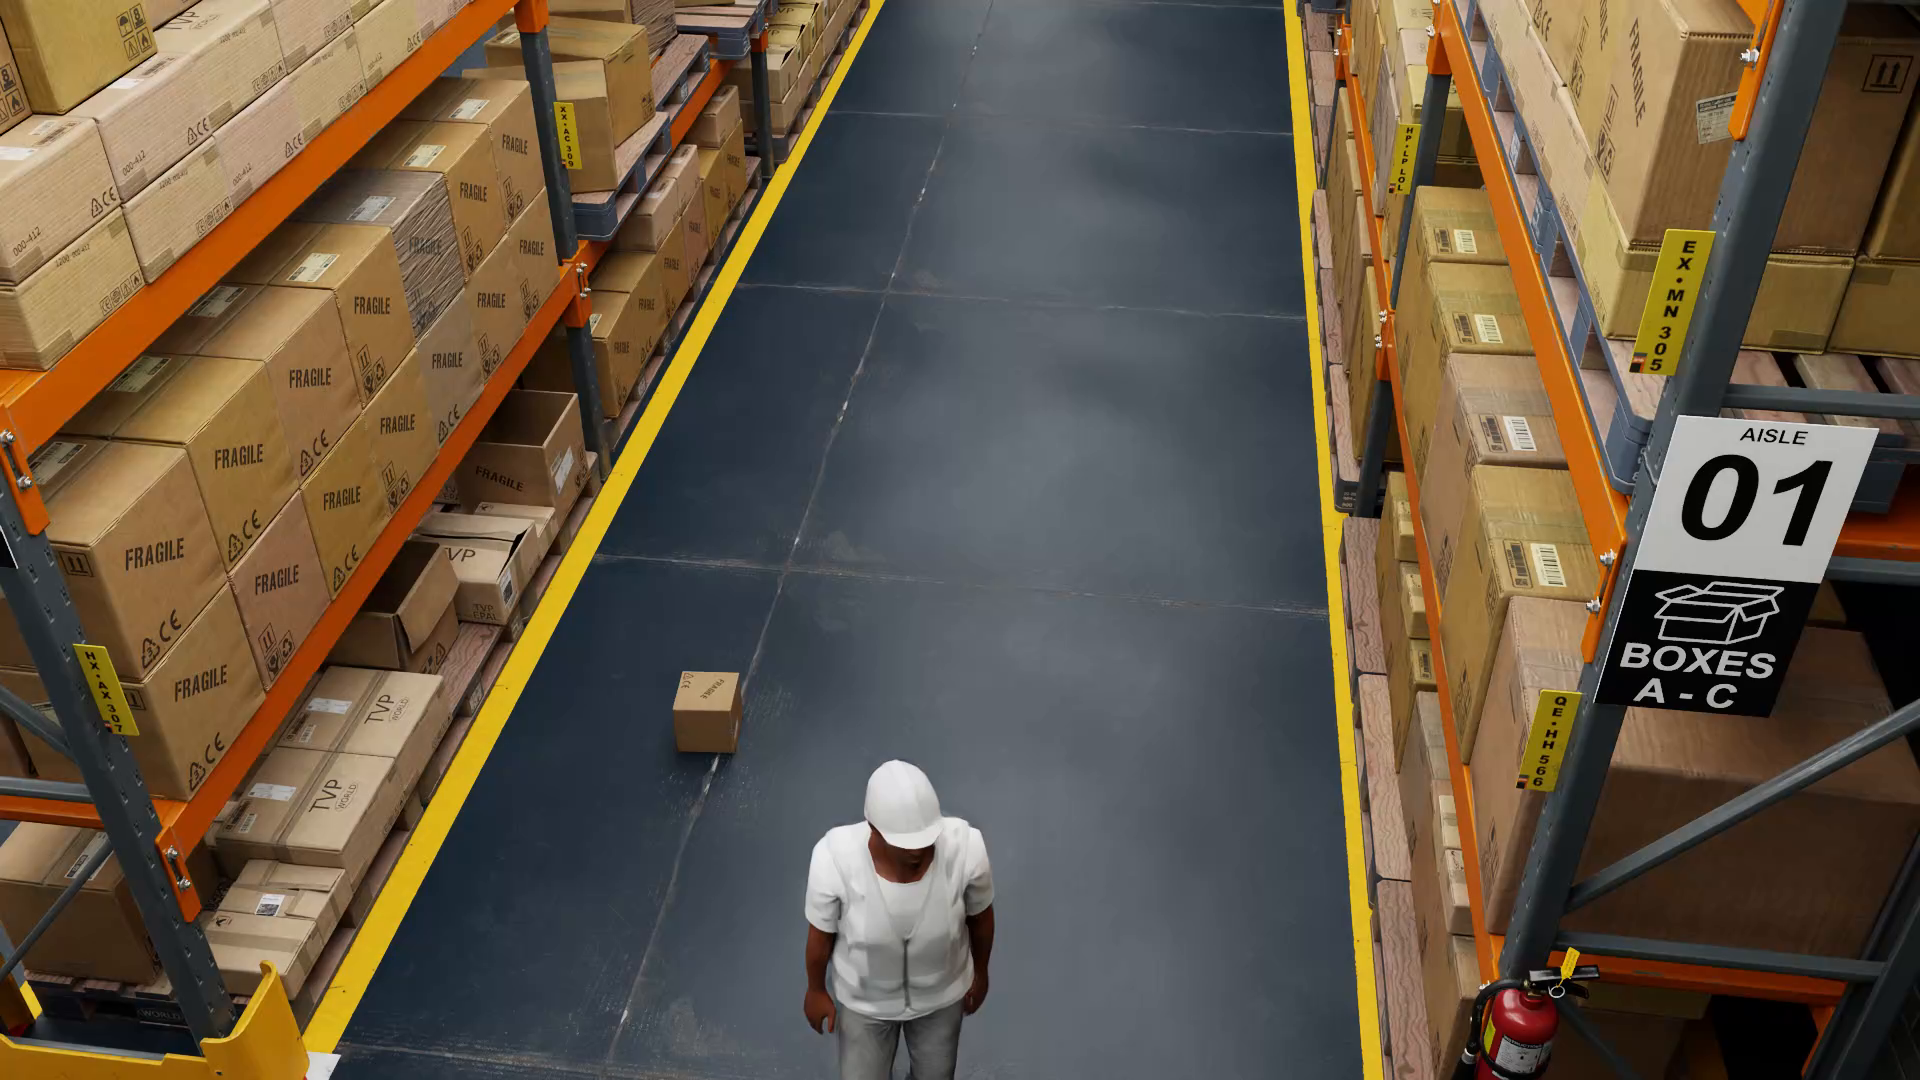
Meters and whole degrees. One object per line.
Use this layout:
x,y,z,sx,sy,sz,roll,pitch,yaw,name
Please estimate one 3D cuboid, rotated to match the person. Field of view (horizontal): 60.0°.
-0.187,1.344,5.117,0.601,1.755,0.510,-5,36,-7,person
